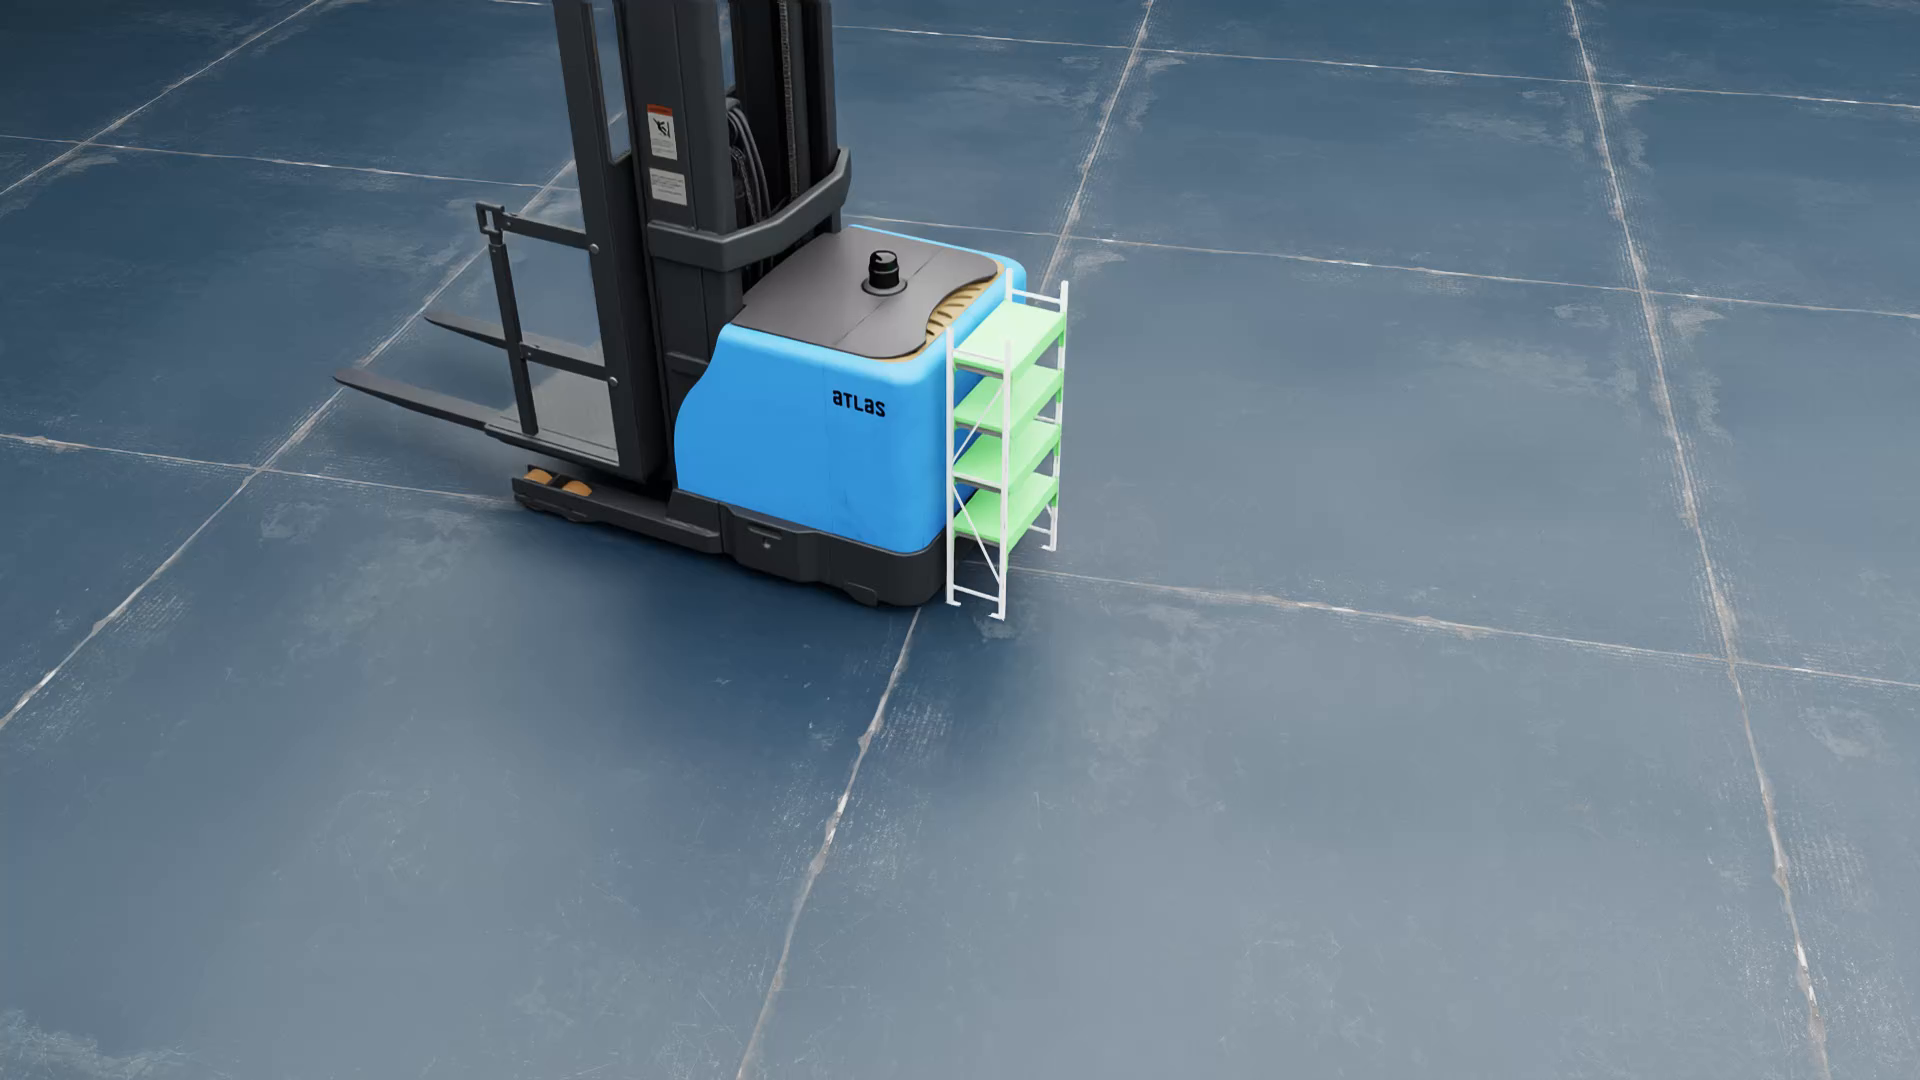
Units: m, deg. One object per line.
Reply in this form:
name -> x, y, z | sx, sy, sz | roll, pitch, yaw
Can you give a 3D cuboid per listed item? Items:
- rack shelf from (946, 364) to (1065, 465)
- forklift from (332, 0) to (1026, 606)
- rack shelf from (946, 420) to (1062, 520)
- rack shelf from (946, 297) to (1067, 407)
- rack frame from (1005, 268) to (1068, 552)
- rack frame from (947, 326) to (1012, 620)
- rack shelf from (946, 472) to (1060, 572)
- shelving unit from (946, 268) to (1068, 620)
rack shelf -> 0.170, -0.486, 6.097 | 0.258, 0.148, 0.480 | 16, 39, 21
forklift -> -1.284, -1.522, 6.353 | 3.031, 2.935, 1.130 | 16, 39, 21
rack shelf -> 0.169, -0.292, 6.238 | 0.258, 0.148, 0.480 | 16, 39, 21
rack shelf -> 0.171, -0.680, 5.955 | 0.258, 0.148, 0.480 | 16, 39, 21
rack frame -> 0.276, -0.472, 6.378 | 0.240, 1.200, 0.015 | 16, 39, 21
rack frame -> 0.063, -0.215, 6.023 | 0.240, 1.200, 0.015 | 16, 39, 21
rack shelf -> 0.168, -0.098, 6.379 | 0.258, 0.148, 0.480 | 16, 39, 21
shelving unit -> 0.170, -0.343, 6.200 | 0.258, 1.200, 0.503 | 16, 39, 21
